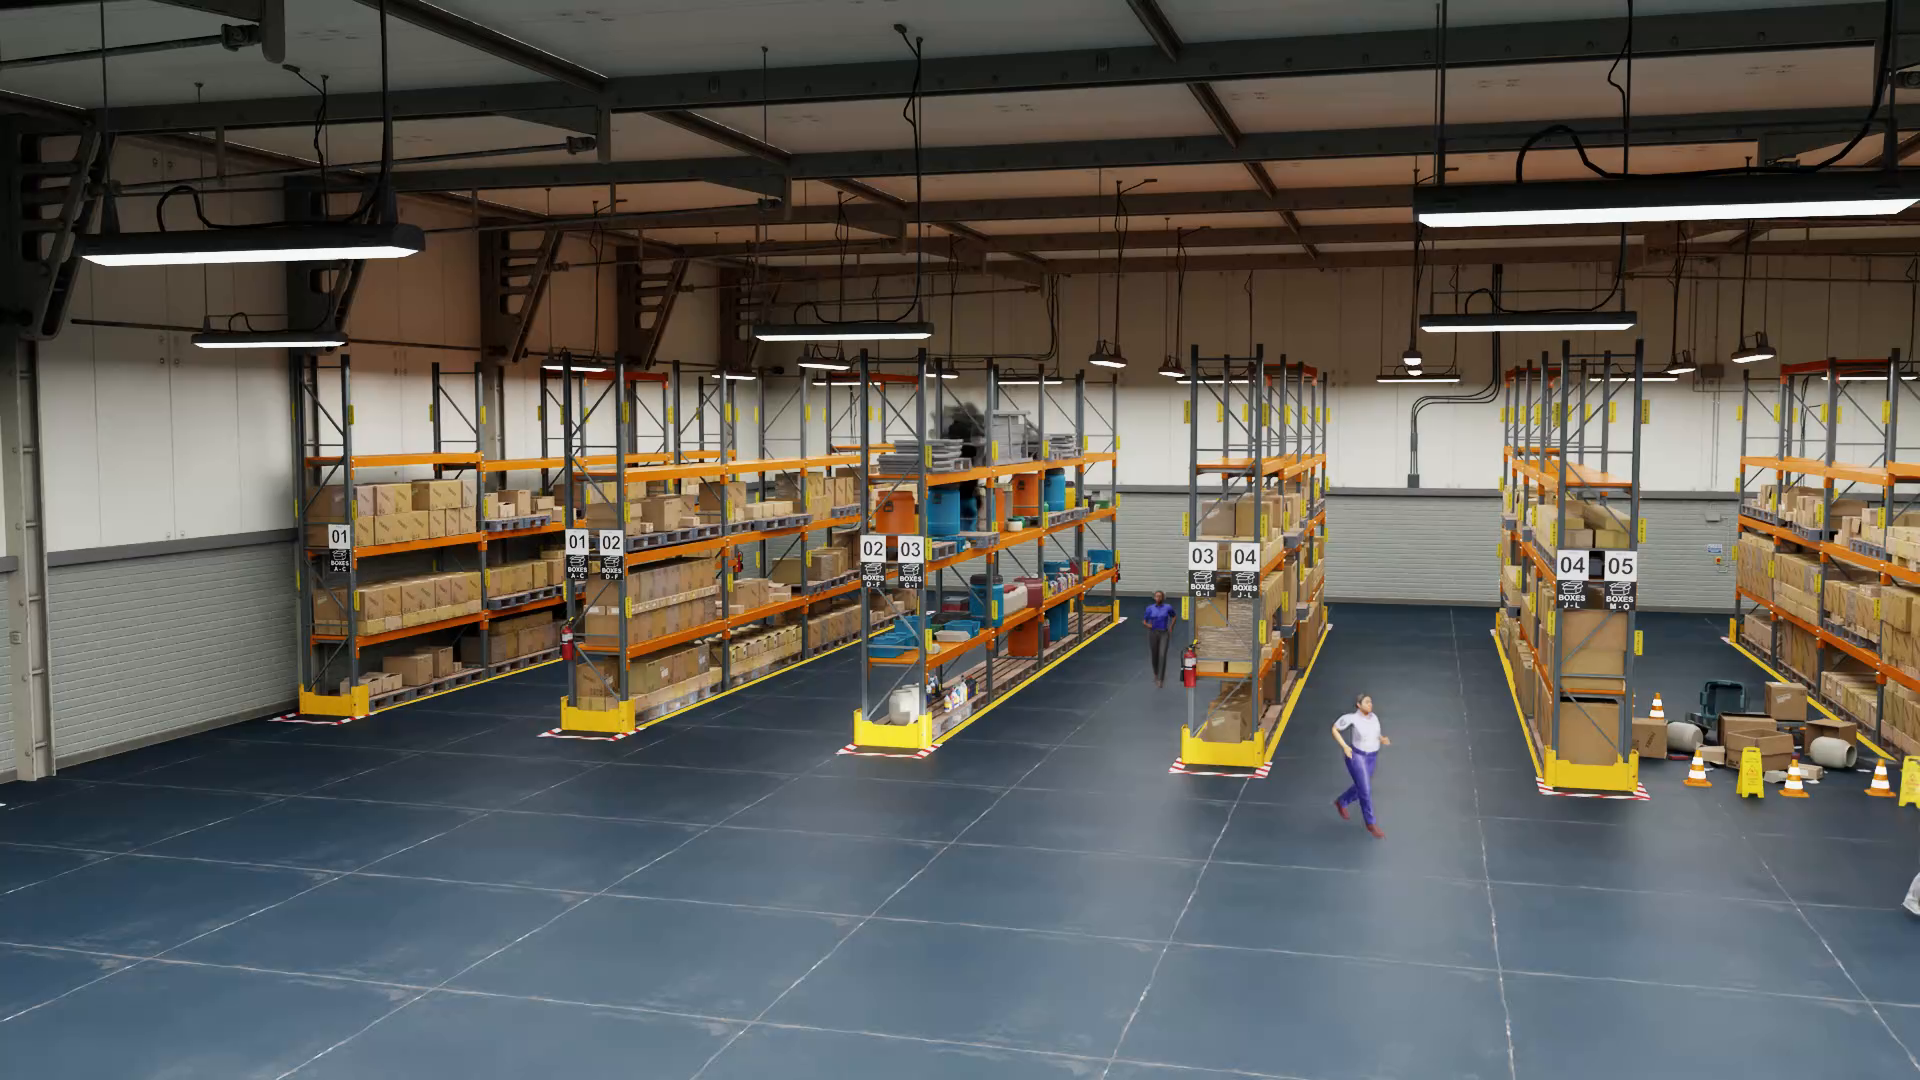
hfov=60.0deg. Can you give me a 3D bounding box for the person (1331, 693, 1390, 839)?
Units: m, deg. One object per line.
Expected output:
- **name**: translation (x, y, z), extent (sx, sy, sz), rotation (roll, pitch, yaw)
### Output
- **person**: translation (4.844, 2.674, 20.044), extent (0.604, 1.672, 0.904), rotation (-3, 5, -33)

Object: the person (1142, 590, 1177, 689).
- **person**: translation (3.462, 1.710, 28.941), extent (0.582, 1.680, 0.849), rotation (1, 4, 11)

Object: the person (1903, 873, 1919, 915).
- **person**: translation (9.705, 2.942, 16.357), extent (0.591, 1.738, 0.715), rotation (-2, 5, -28)
